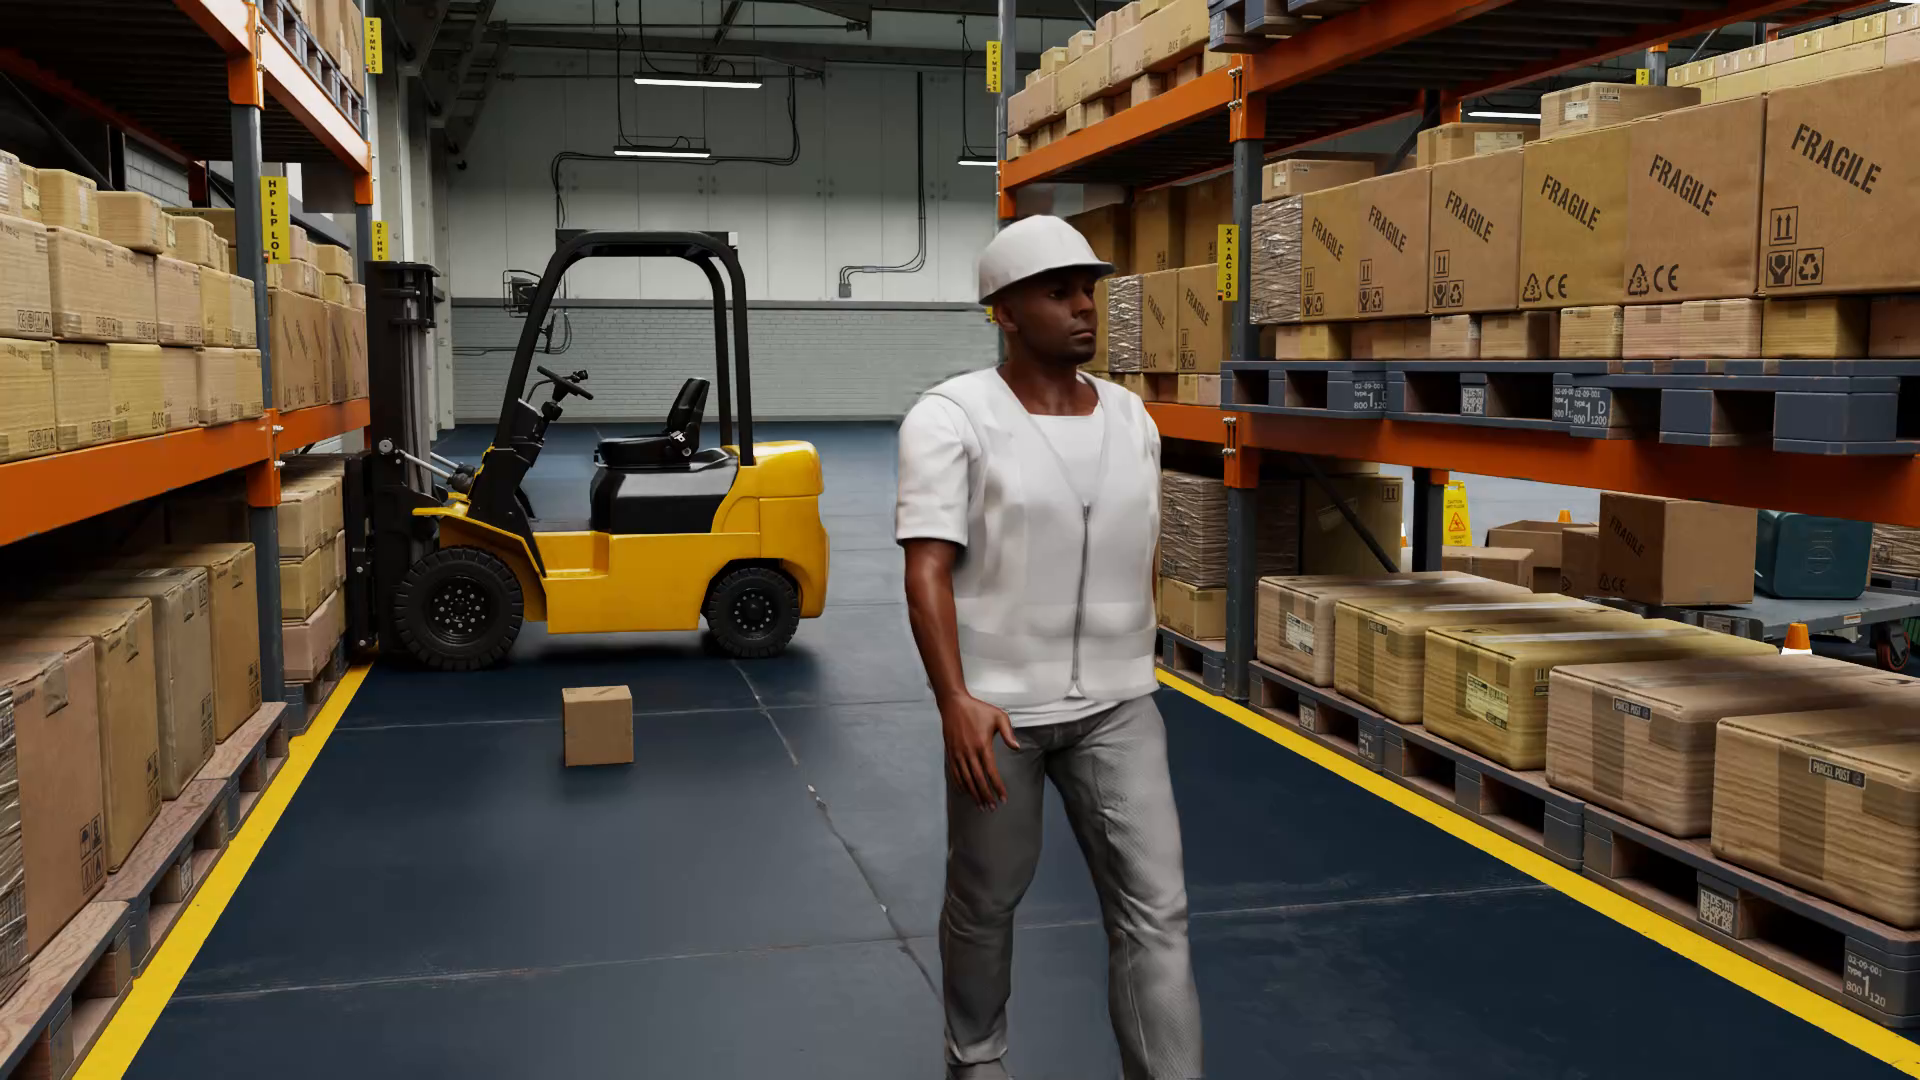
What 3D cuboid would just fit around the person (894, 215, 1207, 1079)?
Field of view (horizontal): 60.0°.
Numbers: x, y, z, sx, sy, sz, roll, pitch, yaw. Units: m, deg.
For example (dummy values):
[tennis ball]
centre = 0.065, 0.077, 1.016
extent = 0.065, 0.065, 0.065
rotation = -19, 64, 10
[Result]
[person]
centre = 0.186, 0.293, 2.936
extent = 0.567, 1.726, 0.920
rotation = -2, 6, -19
